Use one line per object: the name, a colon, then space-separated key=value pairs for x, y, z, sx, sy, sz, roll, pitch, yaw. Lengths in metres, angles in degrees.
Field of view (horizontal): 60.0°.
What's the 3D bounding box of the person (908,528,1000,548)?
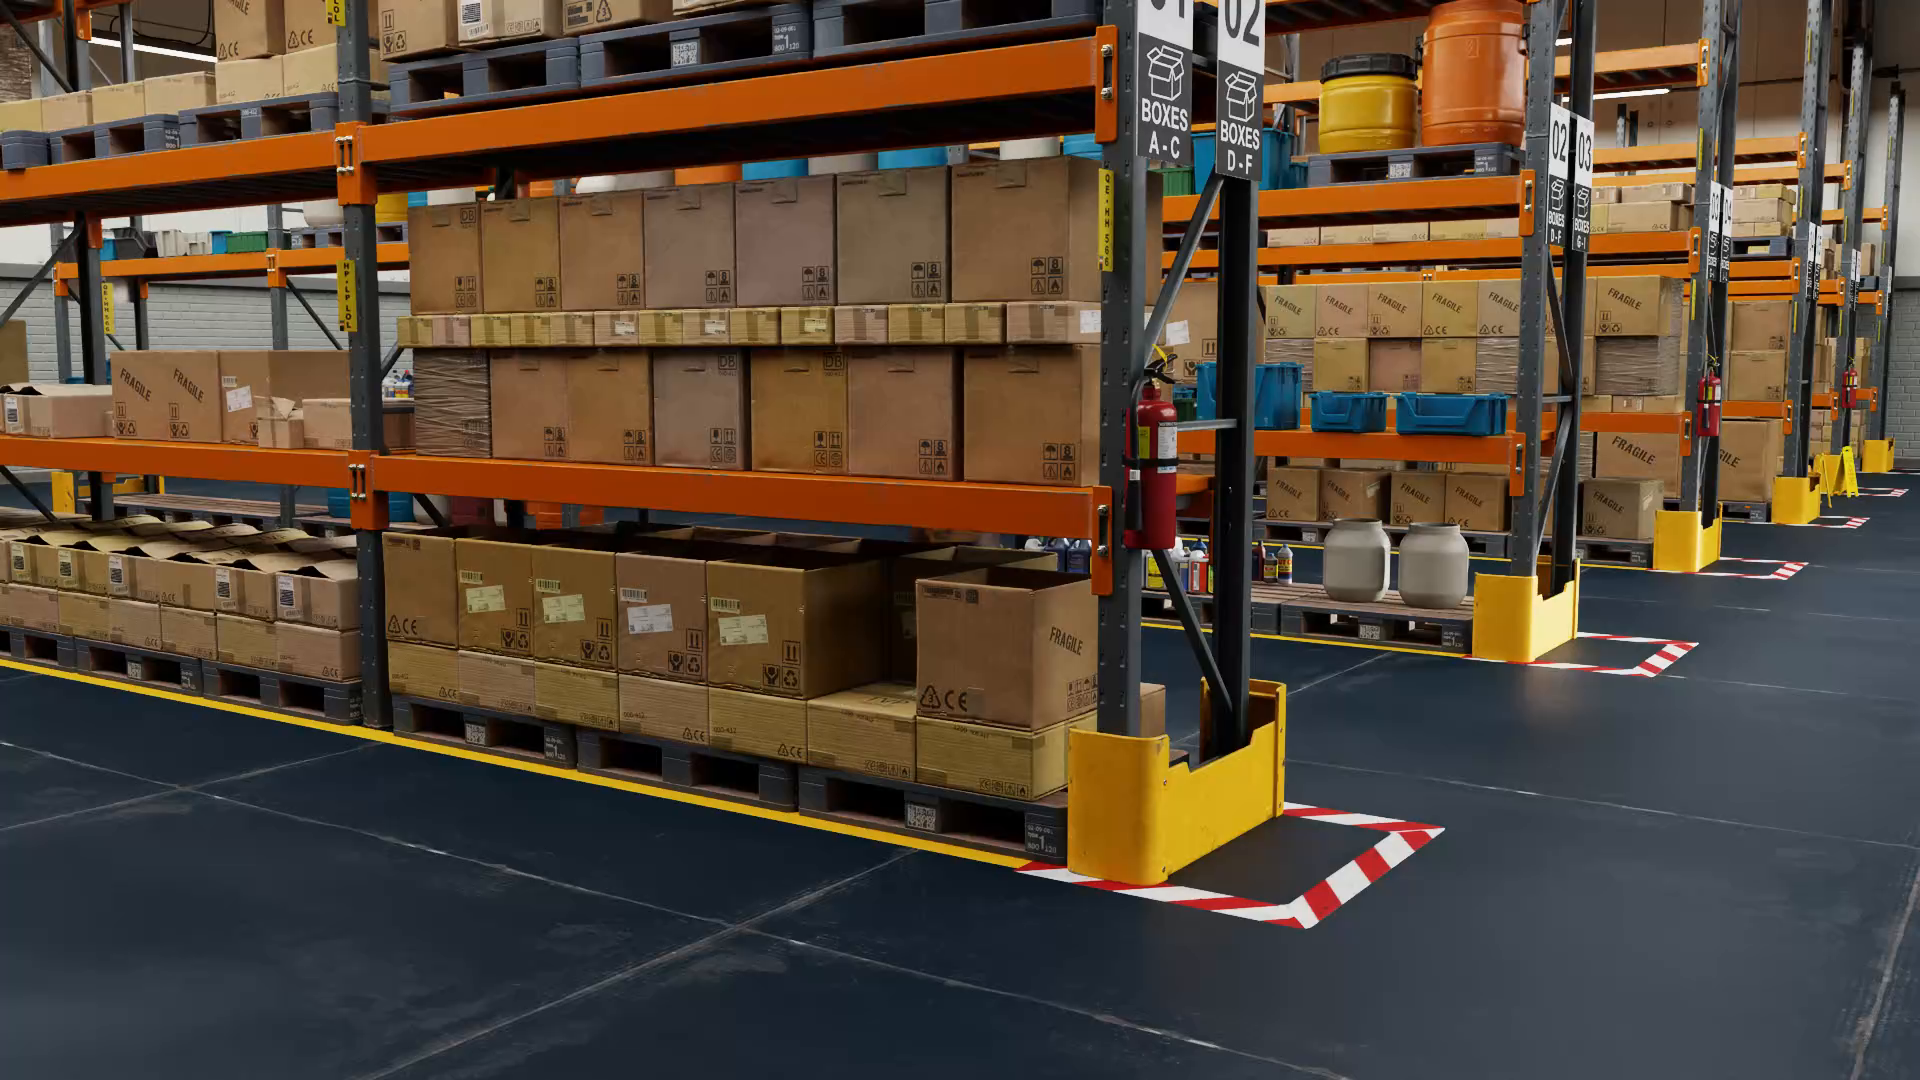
person: x=-0.020 y=-0.072 z=8.618 sx=0.552 sy=1.780 sz=0.539 roll=0 pitch=6 yaw=2
